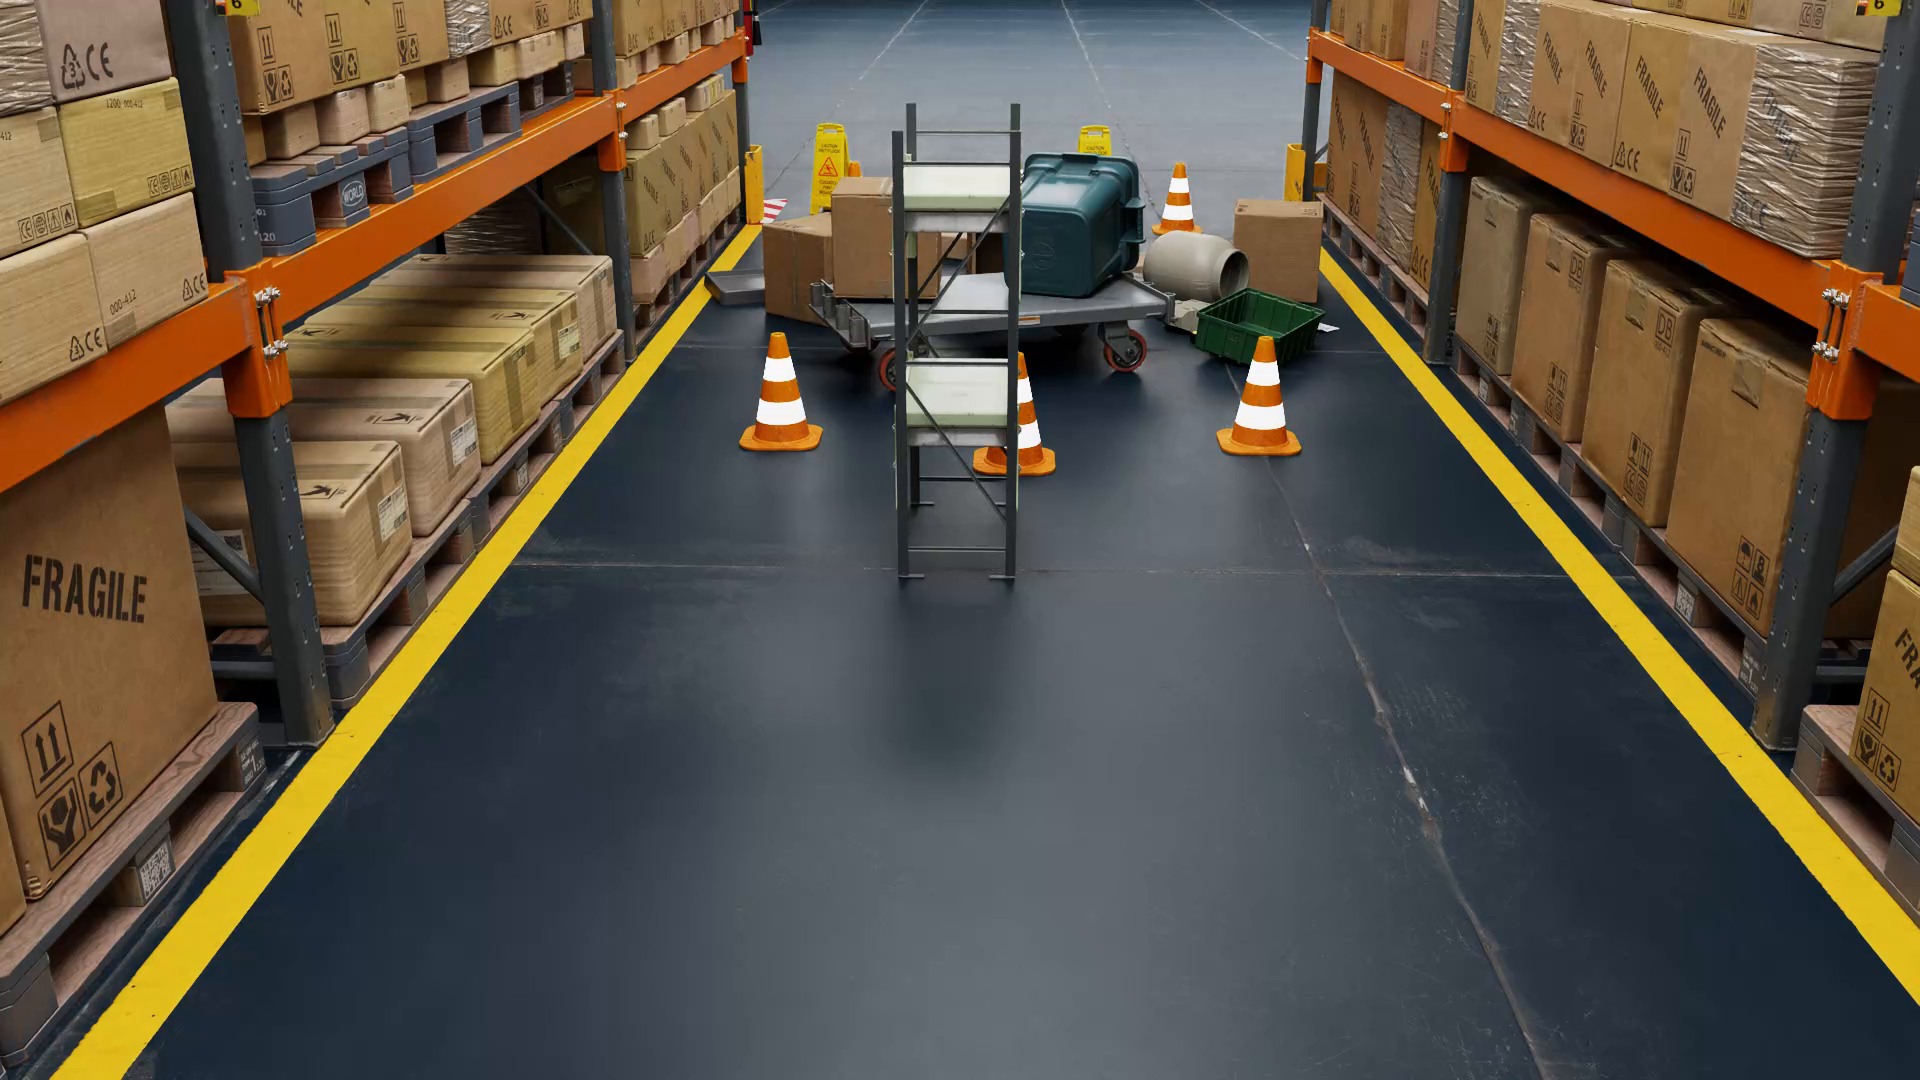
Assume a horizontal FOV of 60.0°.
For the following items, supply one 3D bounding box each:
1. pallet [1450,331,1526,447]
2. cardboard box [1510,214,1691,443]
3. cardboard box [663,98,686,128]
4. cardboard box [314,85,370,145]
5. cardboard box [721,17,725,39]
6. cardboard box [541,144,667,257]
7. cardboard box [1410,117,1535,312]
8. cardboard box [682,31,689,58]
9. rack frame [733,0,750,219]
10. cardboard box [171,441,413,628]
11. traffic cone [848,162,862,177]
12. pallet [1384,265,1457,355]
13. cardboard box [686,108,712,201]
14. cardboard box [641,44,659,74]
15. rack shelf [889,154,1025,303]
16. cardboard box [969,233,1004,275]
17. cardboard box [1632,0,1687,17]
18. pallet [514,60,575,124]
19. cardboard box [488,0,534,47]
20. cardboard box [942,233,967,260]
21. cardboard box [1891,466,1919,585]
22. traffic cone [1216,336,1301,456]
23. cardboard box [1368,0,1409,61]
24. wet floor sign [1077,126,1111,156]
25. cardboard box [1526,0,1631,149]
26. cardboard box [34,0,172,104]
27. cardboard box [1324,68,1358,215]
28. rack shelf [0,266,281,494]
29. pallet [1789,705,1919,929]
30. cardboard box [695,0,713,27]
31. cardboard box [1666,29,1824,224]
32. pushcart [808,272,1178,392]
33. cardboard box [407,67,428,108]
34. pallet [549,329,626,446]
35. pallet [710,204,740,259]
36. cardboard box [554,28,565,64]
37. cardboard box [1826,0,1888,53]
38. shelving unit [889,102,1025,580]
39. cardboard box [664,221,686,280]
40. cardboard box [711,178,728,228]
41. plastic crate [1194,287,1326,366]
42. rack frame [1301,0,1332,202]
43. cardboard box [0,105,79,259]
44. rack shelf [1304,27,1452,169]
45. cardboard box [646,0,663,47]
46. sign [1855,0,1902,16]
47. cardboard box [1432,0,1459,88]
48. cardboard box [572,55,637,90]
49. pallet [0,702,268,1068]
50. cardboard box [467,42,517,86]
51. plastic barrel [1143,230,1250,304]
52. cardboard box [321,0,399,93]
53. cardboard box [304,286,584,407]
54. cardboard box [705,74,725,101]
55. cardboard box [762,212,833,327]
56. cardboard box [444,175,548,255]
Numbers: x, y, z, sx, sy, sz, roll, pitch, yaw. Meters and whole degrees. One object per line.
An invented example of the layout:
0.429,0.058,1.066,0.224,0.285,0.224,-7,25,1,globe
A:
2.874,-0.699,7.540,1.003,0.211,1.213,1,21,2,pallet
2.860,-0.852,6.608,1.050,0.750,0.750,1,21,2,cardboard box
-1.758,-2.401,9.358,0.380,0.149,0.250,2,21,5,cardboard box
-1.959,-1.245,4.858,0.380,0.149,0.250,-1,21,-2,cardboard box
-1.731,-3.303,10.743,0.380,0.149,0.250,0,21,1,cardboard box
-1.841,-1.771,8.630,0.500,0.500,0.500,2,21,4,cardboard box
2.911,-1.711,8.649,0.875,0.875,0.875,1,21,2,cardboard box
-1.771,-2.844,9.560,0.380,0.149,0.250,1,21,1,cardboard box
-2.007,-3.743,11.530,1.000,3.000,0.127,1,21,2,rack frame
-2.224,-0.026,5.001,0.950,0.372,0.625,-1,21,-2,cardboard box
-0.731,-2.391,11.552,0.336,0.463,0.334,1,21,2,traffic cone
2.923,-1.253,8.967,1.003,0.211,1.213,1,21,2,pallet
-1.806,-2.343,10.105,0.500,0.500,0.500,0,21,0,cardboard box
-1.823,-2.568,8.847,0.380,0.149,0.250,1,21,3,cardboard box
0.000,-1.065,5.623,0.431,0.370,0.720,1,21,2,rack shelf
0.449,-1.642,9.377,0.797,0.637,0.503,1,21,2,cardboard box
2.766,-2.061,5.674,0.700,0.500,0.500,0,21,1,cardboard box
-2.298,-1.933,7.129,1.003,0.211,1.213,1,21,2,pallet
-1.949,-2.143,6.275,0.500,0.500,0.500,1,21,3,cardboard box
-0.028,-1.918,10.768,0.380,0.149,0.250,13,25,29,cardboard box
2.437,0.034,3.634,0.500,0.250,0.500,0,21,-1,cardboard box
1.272,-0.628,7.008,0.336,0.463,0.334,1,21,2,traffic cone
2.865,-3.068,9.583,0.875,0.550,0.500,1,21,2,cardboard box
0.965,-2.660,11.993,0.267,0.644,0.232,-3,21,-8,wet floor sign
2.504,-1.775,6.320,0.500,0.500,0.500,1,21,1,cardboard box
-2.005,-1.174,3.387,0.500,0.500,0.500,0,21,0,cardboard box
2.989,-2.685,11.158,0.875,0.875,0.875,1,21,2,cardboard box
-2.312,0.208,2.342,1.077,0.370,4.000,1,21,2,rack shelf
2.675,0.750,3.805,1.003,0.211,1.213,1,21,2,pallet
-1.787,-3.368,10.012,0.500,0.500,0.500,1,21,1,cardboard box
2.462,-1.226,4.903,0.500,0.500,0.500,1,21,2,cardboard box
0.151,-1.068,8.259,1.648,0.377,0.936,-7,22,-17,pushcart
-2.031,-1.535,5.605,0.380,0.149,0.250,1,21,4,cardboard box
-2.151,-0.716,7.581,1.003,0.211,1.213,1,21,2,pallet
-2.070,-2.123,11.208,1.003,0.211,1.213,1,21,2,pallet
-1.895,-2.092,7.039,0.380,0.149,0.250,0,21,0,cardboard box
2.724,-1.508,4.248,0.700,0.500,0.500,1,21,1,cardboard box
0.000,-0.702,5.764,0.431,1.500,0.755,1,21,2,shelving unit
-1.836,-1.615,9.264,0.500,0.250,0.500,2,21,5,cardboard box
-1.787,-2.175,10.708,0.500,0.250,0.500,1,21,2,cardboard box
1.517,-1.072,8.454,0.450,0.188,0.662,23,29,25,plastic crate
2.943,-3.725,11.484,1.000,3.000,0.127,1,21,2,rack frame
-2.023,-0.651,3.075,0.500,0.250,0.500,0,21,0,cardboard box
2.882,-2.667,9.750,1.077,0.370,4.000,1,21,2,rack shelf
-1.845,-2.820,8.601,0.500,0.500,0.500,1,21,1,cardboard box
2.145,-1.378,3.832,0.100,0.325,0.005,1,21,2,sign
2.821,-2.483,8.073,0.875,0.550,0.550,1,21,2,cardboard box
-1.799,-2.290,8.132,0.380,0.149,0.250,1,21,1,cardboard box
-2.350,0.733,3.847,1.003,0.211,1.213,1,21,2,pallet
-1.914,-1.818,6.334,0.380,0.149,0.250,1,21,2,cardboard box
1.323,-1.505,9.323,0.512,0.421,0.421,18,27,38,plastic barrel
-1.997,-1.581,4.826,0.500,0.500,0.500,2,21,4,cardboard box
-2.161,-0.818,7.043,0.950,0.372,0.625,2,21,5,cardboard box
-1.715,-2.883,10.601,0.380,0.149,0.250,1,21,3,cardboard box
-0.736,-1.505,9.214,0.500,0.500,0.500,18,27,38,cardboard box
-2.379,-1.778,8.647,0.500,0.500,0.500,0,21,1,cardboard box
